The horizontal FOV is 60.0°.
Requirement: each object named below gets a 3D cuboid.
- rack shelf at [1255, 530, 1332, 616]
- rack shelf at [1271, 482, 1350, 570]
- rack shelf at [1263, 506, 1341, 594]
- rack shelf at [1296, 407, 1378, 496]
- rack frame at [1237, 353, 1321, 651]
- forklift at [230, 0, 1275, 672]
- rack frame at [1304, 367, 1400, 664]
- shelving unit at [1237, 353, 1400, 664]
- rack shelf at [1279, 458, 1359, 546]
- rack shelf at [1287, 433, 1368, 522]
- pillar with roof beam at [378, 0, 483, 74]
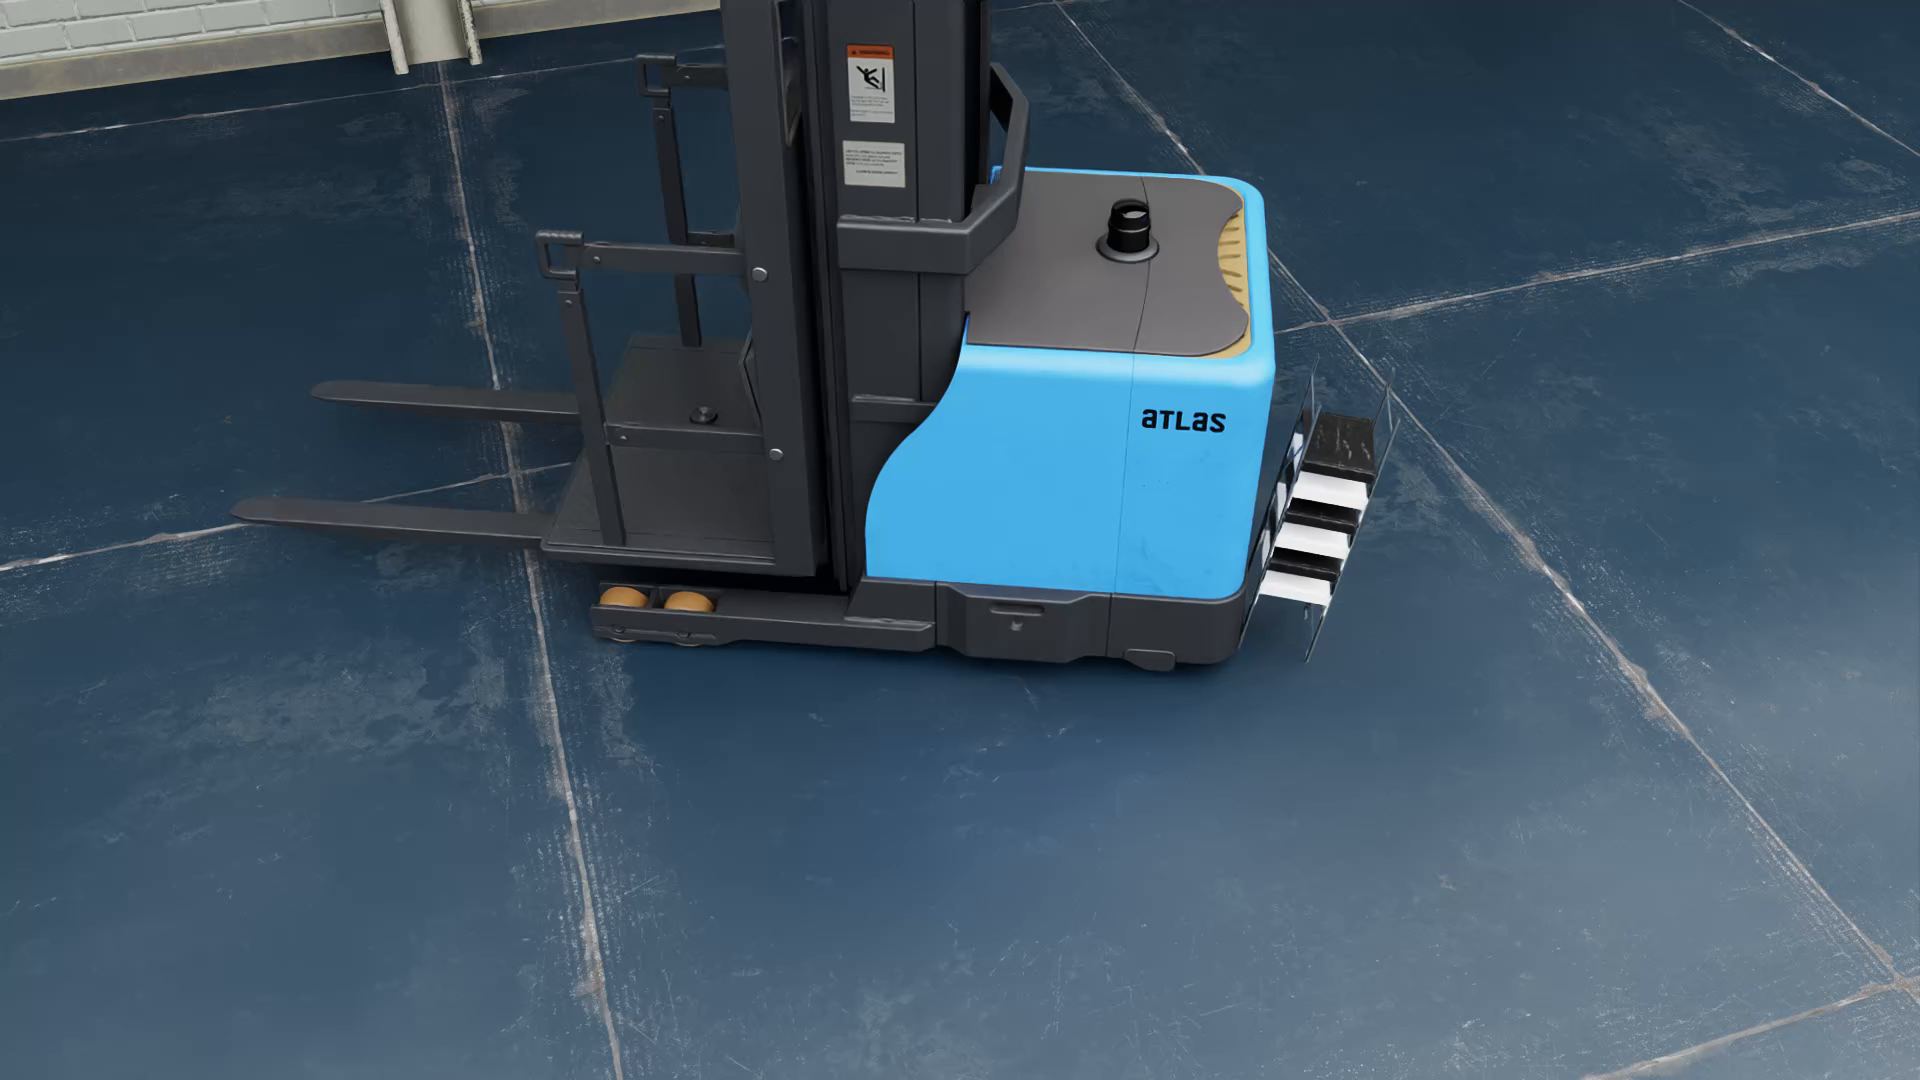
[{"bbox_3d":[0.954,0.089,4.771,0.200,0.077,0.258,11,42,1],"label":"rack shelf"},{"bbox_3d":[0.976,-0.043,4.651,0.200,0.077,0.258,11,42,1],"label":"rack shelf"},{"bbox_3d":[0.965,0.023,4.711,0.200,0.077,0.258,11,42,1],"label":"rack shelf"},{"bbox_3d":[1.009,-0.242,4.471,0.200,0.077,0.258,11,42,1],"label":"rack shelf"},{"bbox_3d":[0.880,-0.086,4.631,0.006,0.900,0.240,11,42,1],"label":"rack frame"},{"bbox_3d":[-0.660,-1.132,4.318,3.031,2.935,1.130,4,41,4],"label":"forklift"},{"bbox_3d":[1.080,-0.049,4.627,0.006,0.900,0.240,11,42,1],"label":"rack frame"},{"bbox_3d":[0.980,-0.068,4.629,0.210,0.900,0.258,11,42,1],"label":"shelving unit"},{"bbox_3d":[0.987,-0.110,4.591,0.200,0.077,0.258,11,42,1],"label":"rack shelf"},{"bbox_3d":[0.998,-0.176,4.531,0.200,0.077,0.258,11,42,1],"label":"rack shelf"},{"bbox_3d":[-1.184,-2.985,1.827,0.400,9.000,9.100,-12,42,-13],"label":"pillar with roof beam"}]
